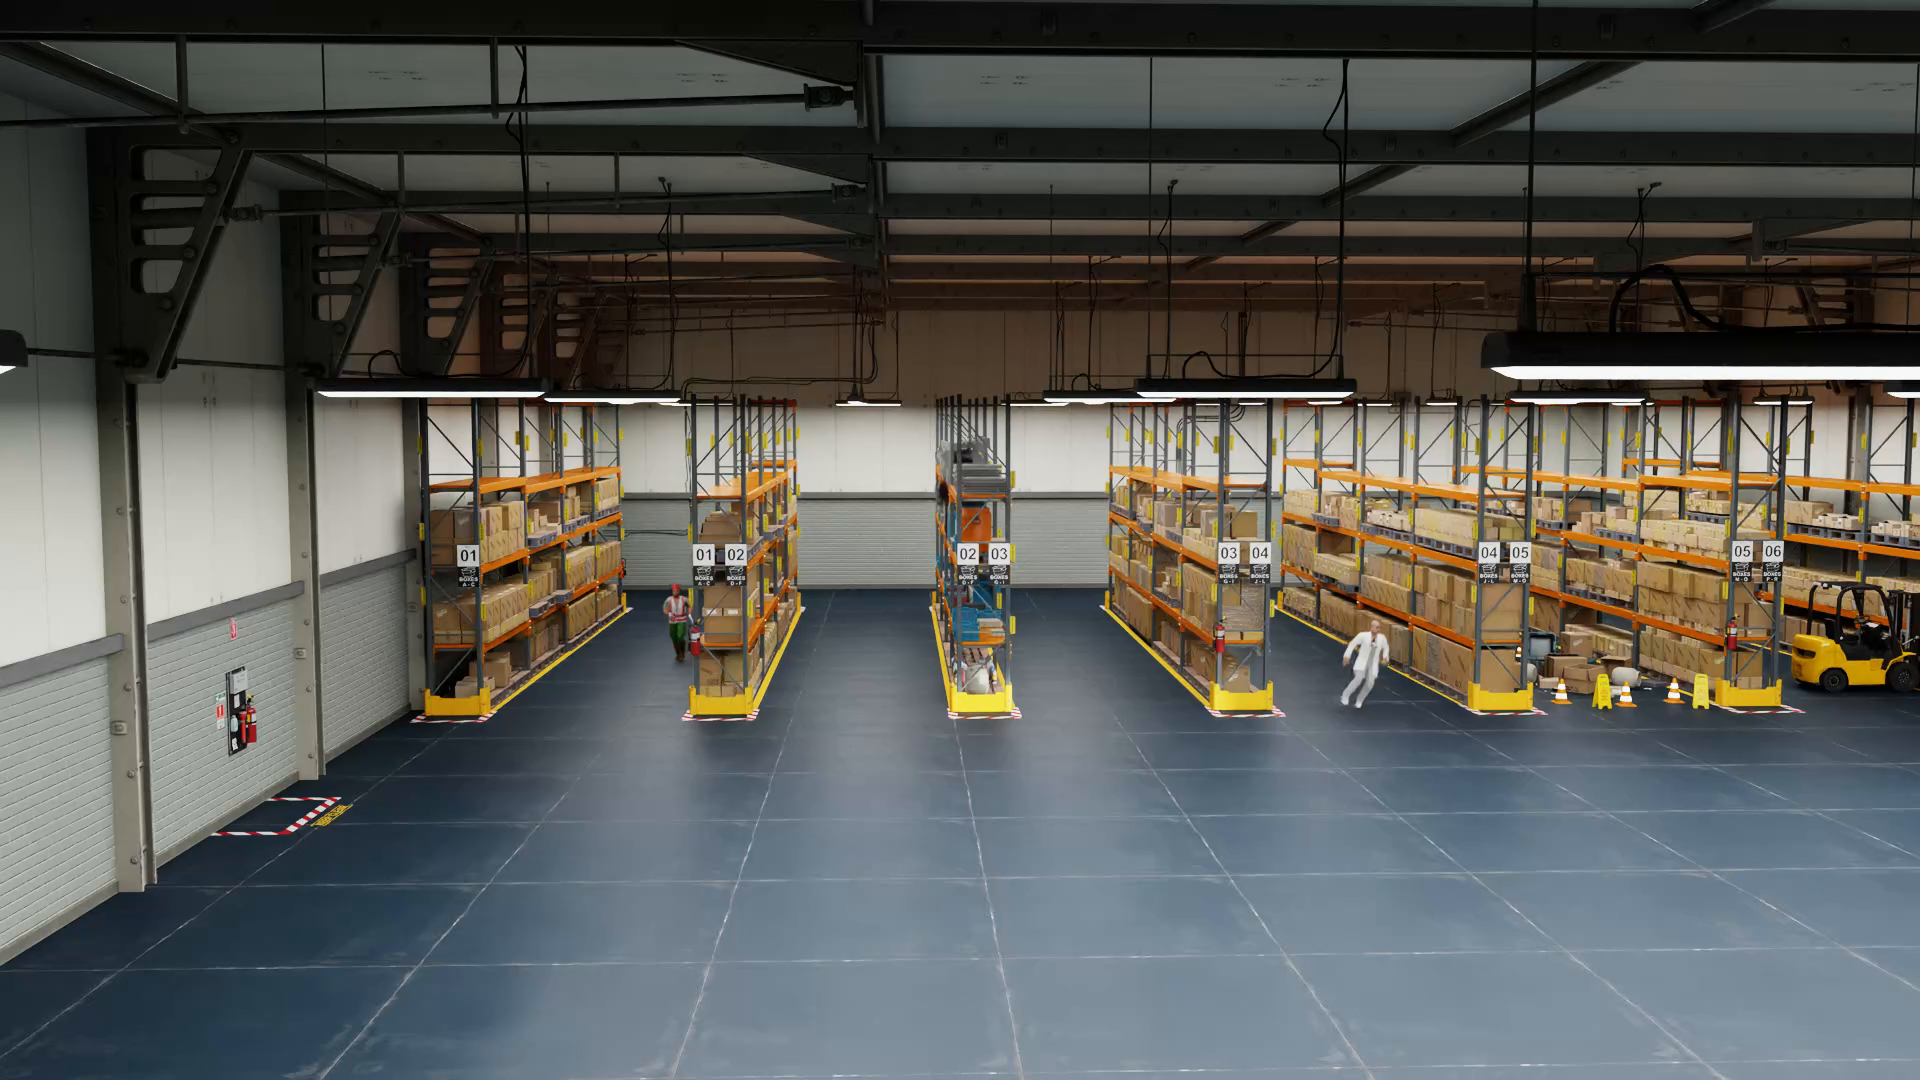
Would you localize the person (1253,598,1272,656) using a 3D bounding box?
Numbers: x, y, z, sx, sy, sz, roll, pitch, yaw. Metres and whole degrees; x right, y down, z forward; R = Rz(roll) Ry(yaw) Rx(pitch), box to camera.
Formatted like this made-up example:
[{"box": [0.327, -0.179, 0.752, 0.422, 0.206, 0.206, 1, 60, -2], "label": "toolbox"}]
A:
[{"box": [7.002, 1.882, 38.616, 0.581, 1.619, 0.649, -2, 5, -19], "label": "person"}]

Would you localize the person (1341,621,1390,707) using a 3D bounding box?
[{"box": [7.812, 2.491, 31.951, 0.952, 1.512, 0.633, -1, 5, -10], "label": "person"}]

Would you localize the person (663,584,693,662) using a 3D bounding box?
[{"box": [-6.379, 1.876, 37.559, 0.637, 1.766, 0.778, 0, 4, 2], "label": "person"}]
